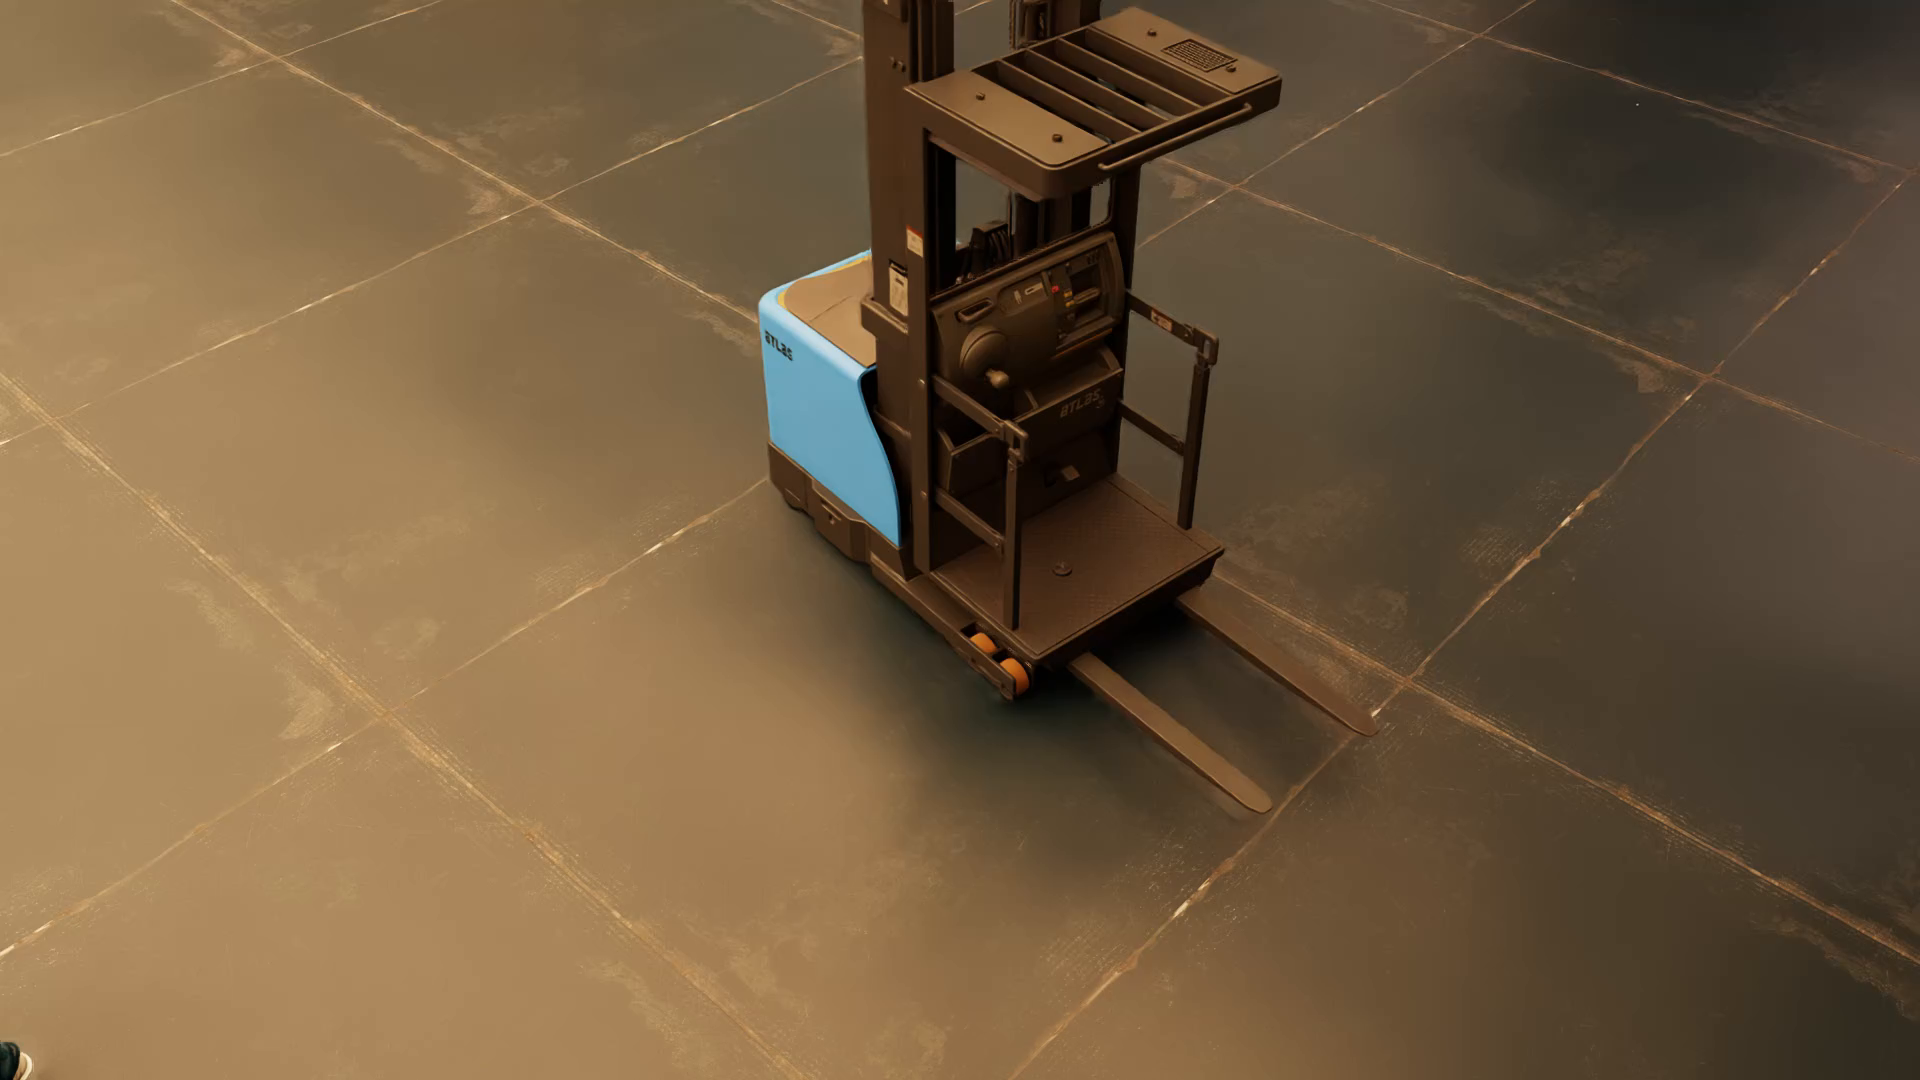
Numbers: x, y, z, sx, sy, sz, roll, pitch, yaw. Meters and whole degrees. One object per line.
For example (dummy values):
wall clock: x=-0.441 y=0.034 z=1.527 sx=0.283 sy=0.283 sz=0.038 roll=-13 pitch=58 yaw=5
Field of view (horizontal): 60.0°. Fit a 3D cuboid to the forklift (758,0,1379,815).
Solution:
forklift: x=0.418 y=-0.827 z=6.393 sx=1.130 sy=2.935 sz=3.031 roll=-28 pitch=48 yaw=-29
